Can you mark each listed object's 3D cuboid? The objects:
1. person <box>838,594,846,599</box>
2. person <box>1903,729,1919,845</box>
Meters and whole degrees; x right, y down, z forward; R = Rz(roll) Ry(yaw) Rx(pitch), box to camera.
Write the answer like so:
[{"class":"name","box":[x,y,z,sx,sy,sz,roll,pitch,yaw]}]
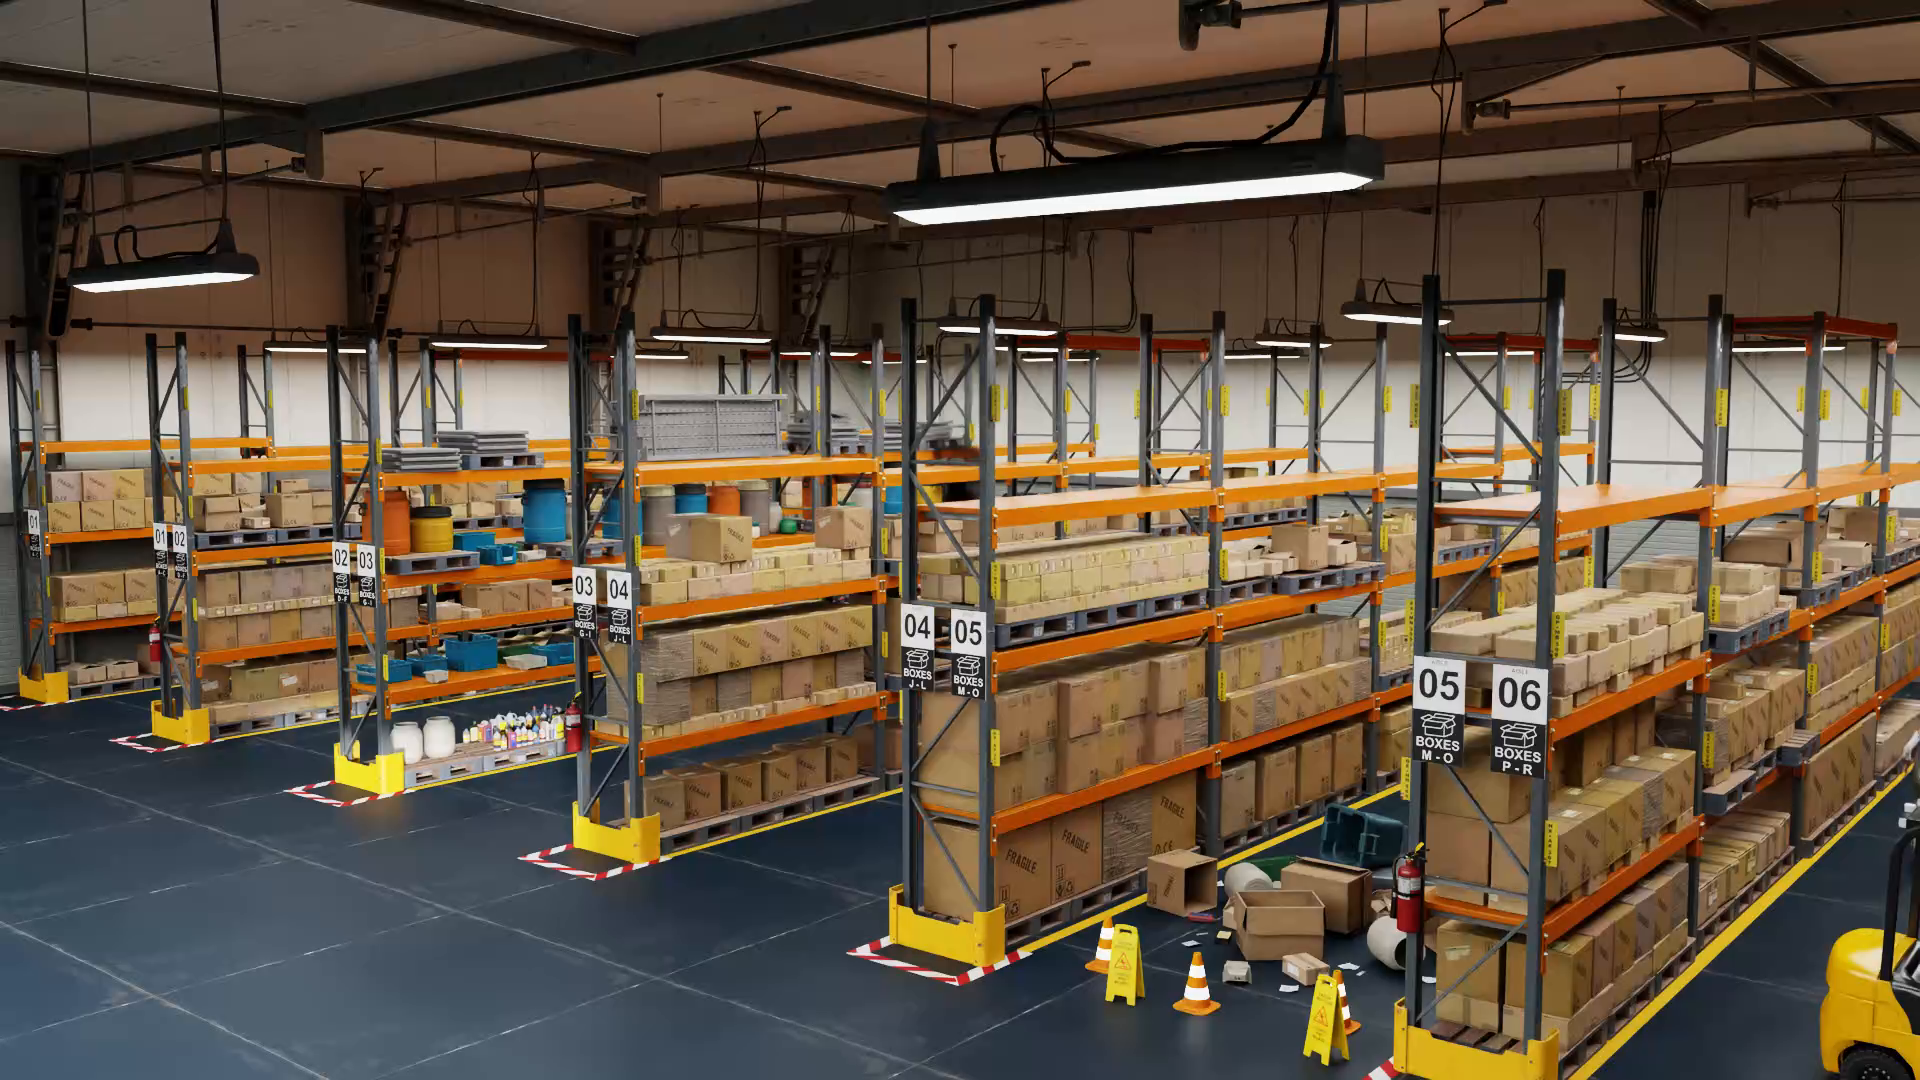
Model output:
[{"class":"person","box":[-2.195,1.380,33.013,0.609,1.637,0.783,3,6,30]},{"class":"person","box":[10.848,2.691,18.610,0.504,1.638,0.711,4,6,36]}]
